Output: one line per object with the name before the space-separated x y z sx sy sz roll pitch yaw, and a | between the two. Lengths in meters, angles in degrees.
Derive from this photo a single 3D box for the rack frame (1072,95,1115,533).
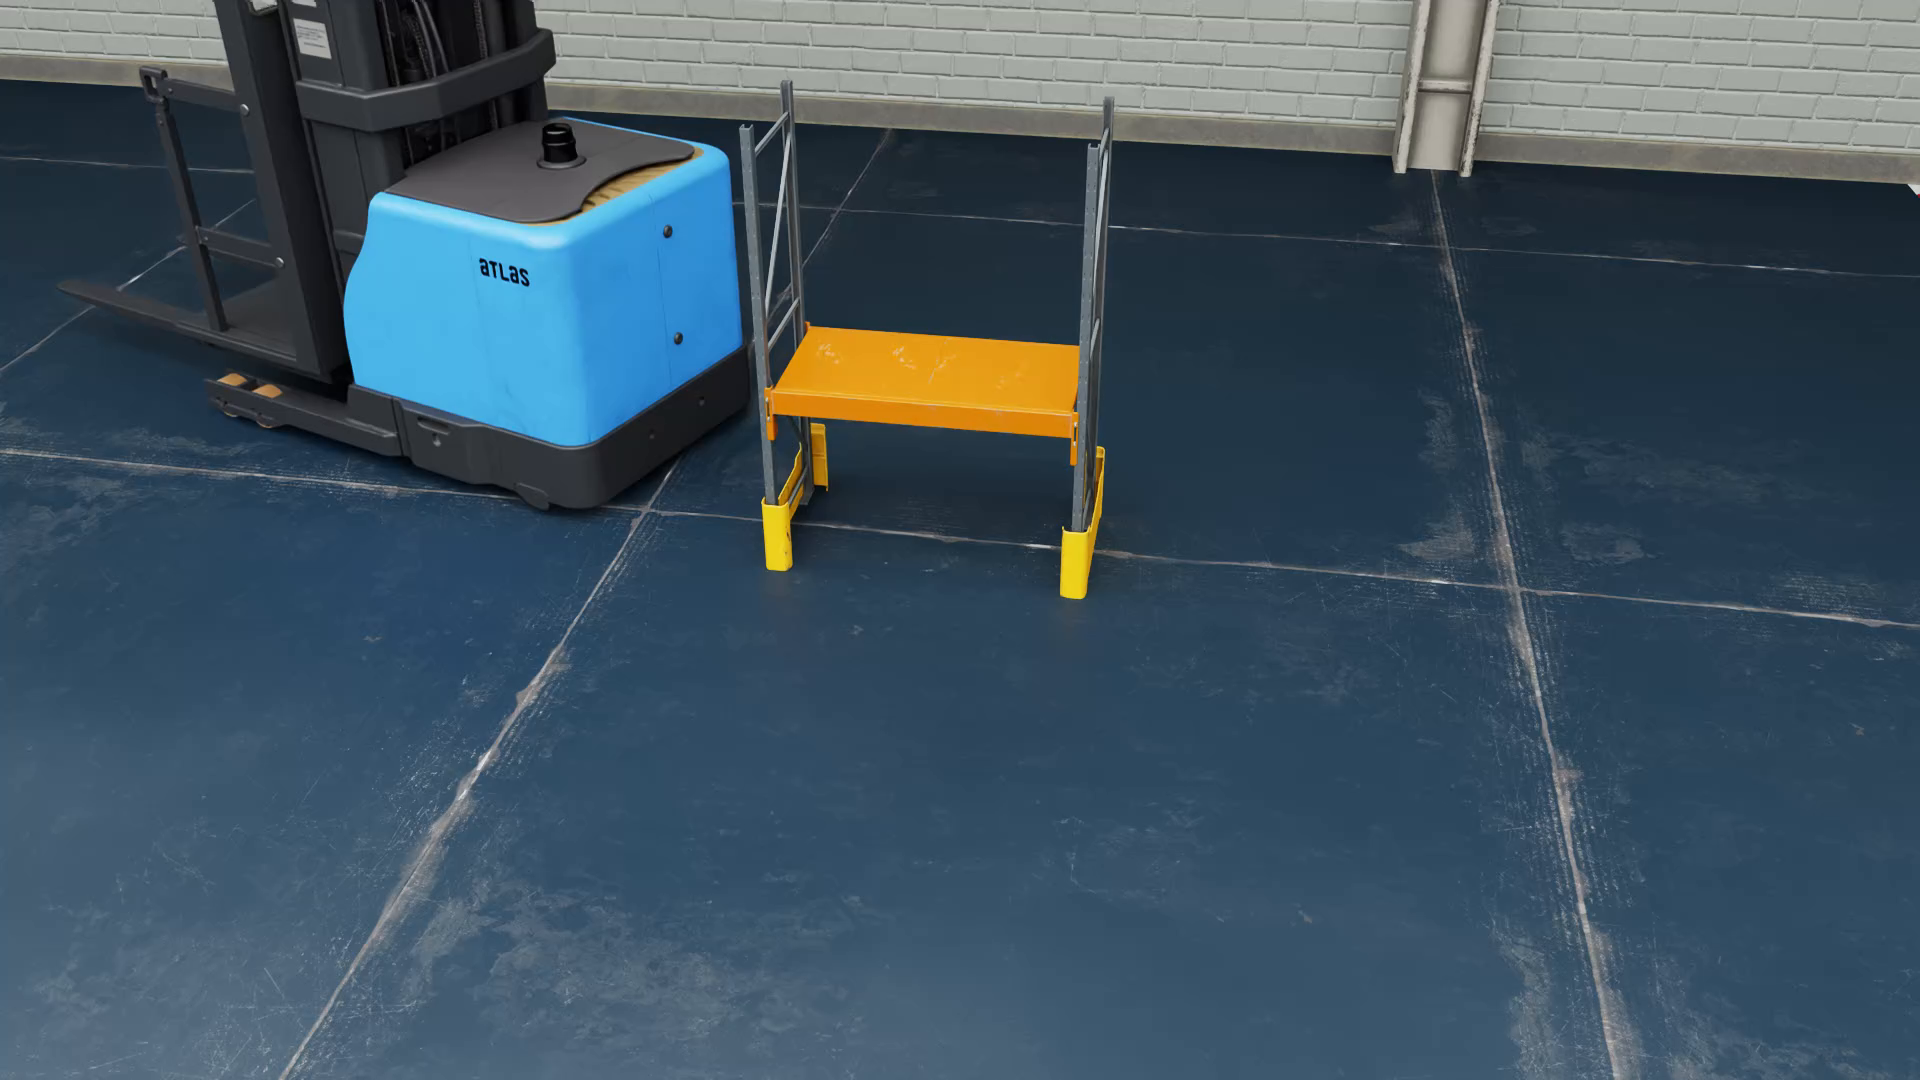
rack frame | 0.417 -0.598 5.292 0.032 1.500 0.500 5 32 8

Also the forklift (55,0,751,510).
forklift | -2.357 -1.901 6.025 3.031 2.935 1.130 16 36 24

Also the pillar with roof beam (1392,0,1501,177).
pillar with roof beam | 1.820 -3.590 3.004 0.400 9.000 9.100 5 32 8

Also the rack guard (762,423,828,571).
rack guard | -0.566 -0.157 5.766 0.087 0.250 0.587 5 32 8

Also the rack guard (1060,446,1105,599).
rack guard | 0.416 -0.068 5.624 0.087 0.250 0.587 5 32 8

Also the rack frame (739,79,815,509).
rack frame | -0.585 -0.689 5.437 0.032 1.500 0.500 5 32 8

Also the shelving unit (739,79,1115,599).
shelving unit | -0.075 -0.643 5.363 1.083 1.500 0.587 5 32 8

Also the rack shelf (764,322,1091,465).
rack shelf | -0.084 -0.491 5.460 1.000 0.185 0.538 5 32 8
